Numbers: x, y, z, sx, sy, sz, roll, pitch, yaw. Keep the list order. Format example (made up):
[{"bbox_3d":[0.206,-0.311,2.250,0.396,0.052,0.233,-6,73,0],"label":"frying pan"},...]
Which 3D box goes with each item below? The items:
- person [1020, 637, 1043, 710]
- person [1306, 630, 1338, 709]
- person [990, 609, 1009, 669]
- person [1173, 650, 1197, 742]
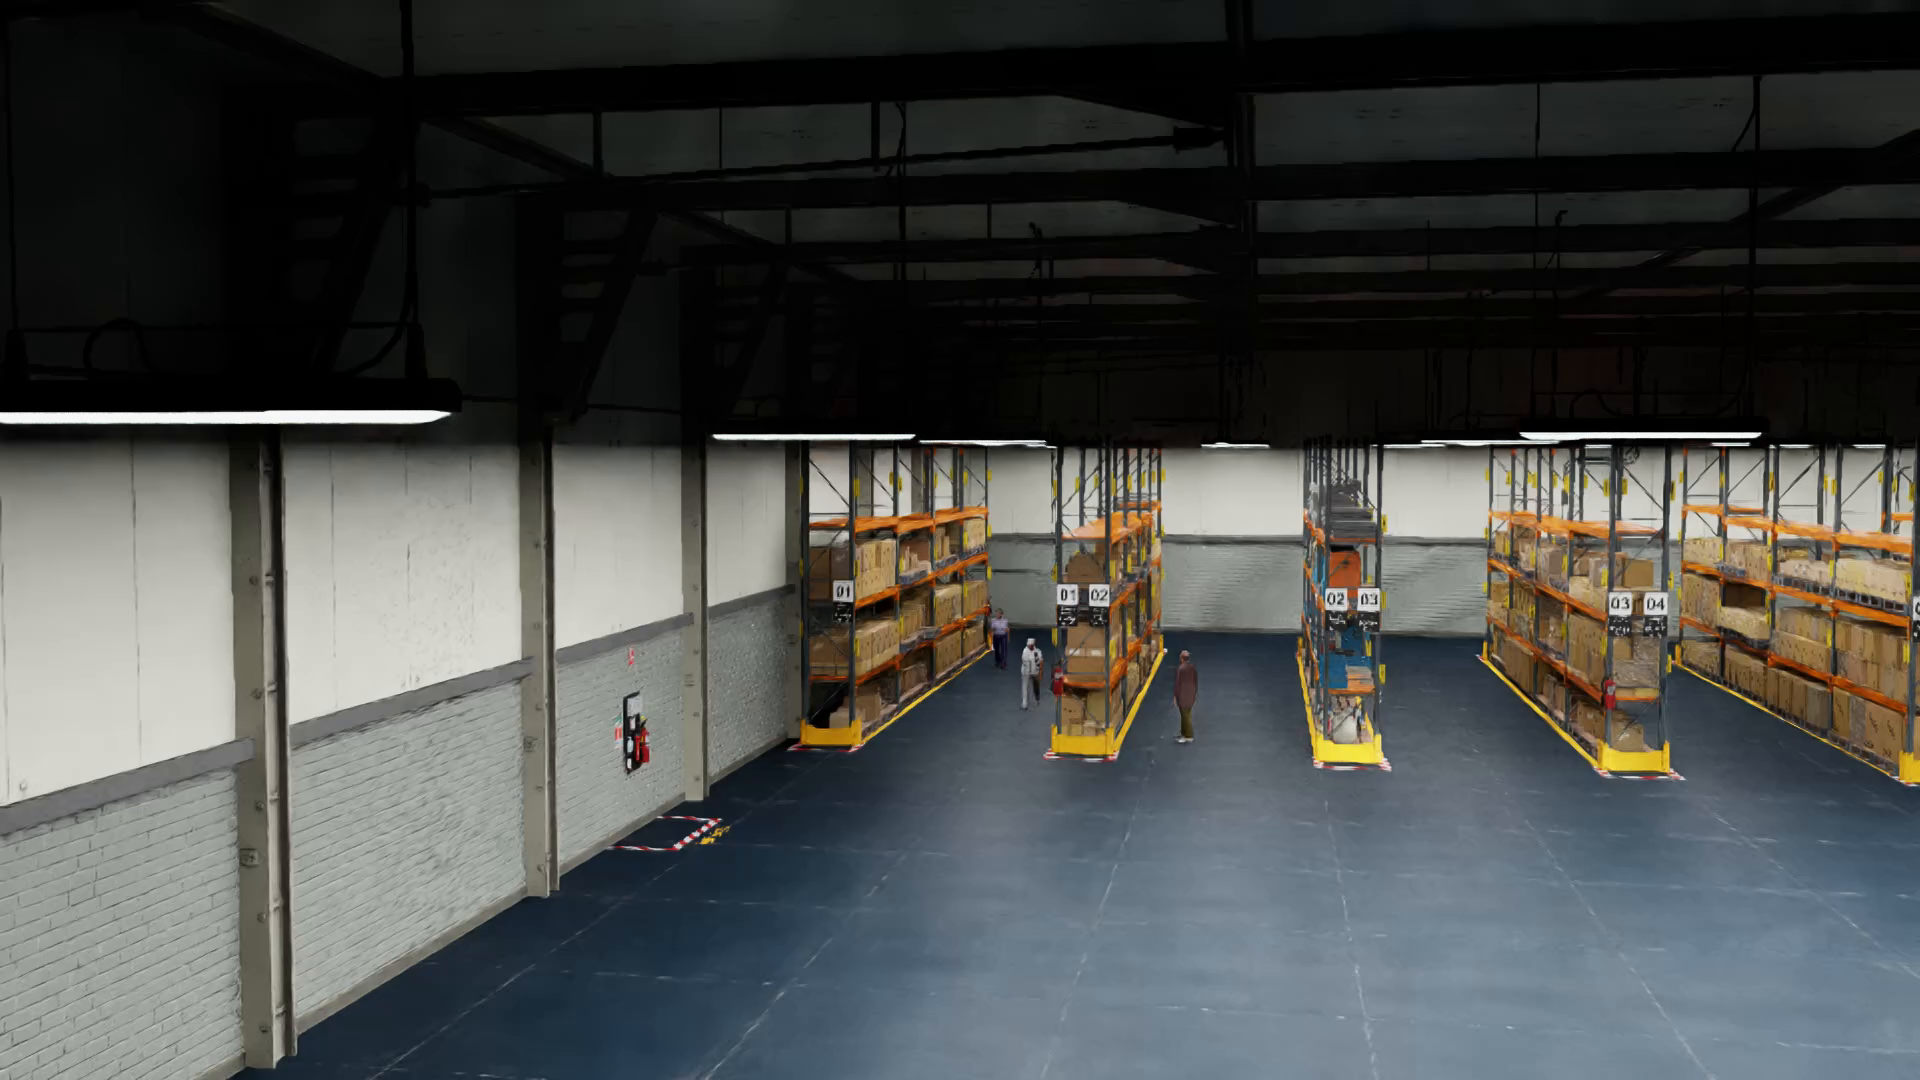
[{"bbox_3d":[1.595,2.930,36.754,0.481,1.583,1.083,0,3,8],"label":"person"},{"bbox_3d":[7.738,2.752,35.482,0.604,1.659,0.635,0,3,-3],"label":"person"},{"bbox_3d":[1.025,2.563,43.550,0.481,1.552,1.091,0,3,8],"label":"person"},{"bbox_3d":[4.398,3.044,32.738,0.636,1.775,0.677,3,4,41],"label":"person"}]
